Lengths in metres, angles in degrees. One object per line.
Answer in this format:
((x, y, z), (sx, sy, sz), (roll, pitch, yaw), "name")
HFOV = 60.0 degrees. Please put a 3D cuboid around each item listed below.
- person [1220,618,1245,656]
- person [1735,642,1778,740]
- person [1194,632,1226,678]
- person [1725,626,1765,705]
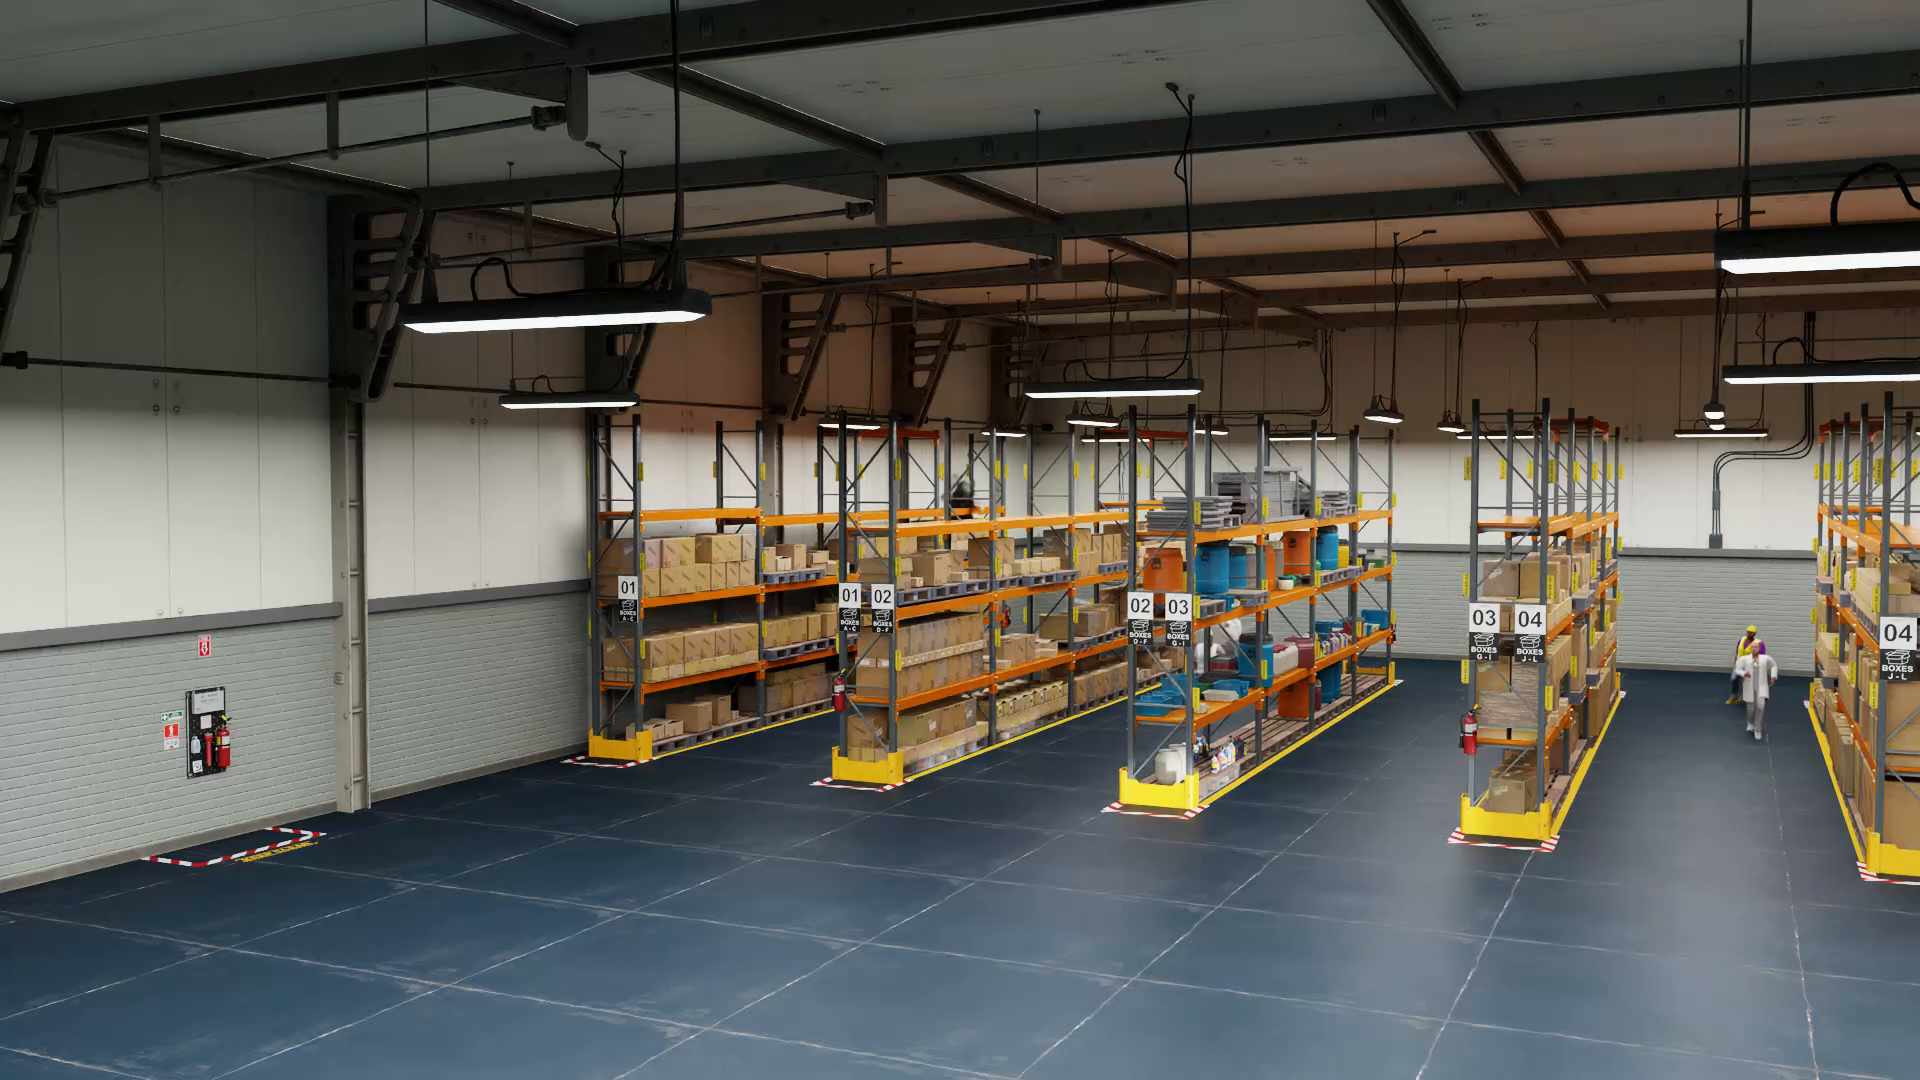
((6.801, 2.468, 41.062), (0.714, 1.719, 0.514), (-2, 3, -33), "person")
((15.059, 2.837, 31.457), (0.720, 1.820, 0.957), (1, 3, 28), "person")
((4.966, 2.696, 33.393), (0.682, 1.780, 0.991), (1, 3, 24), "person")
((16.843, 2.689, 35.543), (0.710, 1.725, 0.746), (-2, 3, -43), "person")
